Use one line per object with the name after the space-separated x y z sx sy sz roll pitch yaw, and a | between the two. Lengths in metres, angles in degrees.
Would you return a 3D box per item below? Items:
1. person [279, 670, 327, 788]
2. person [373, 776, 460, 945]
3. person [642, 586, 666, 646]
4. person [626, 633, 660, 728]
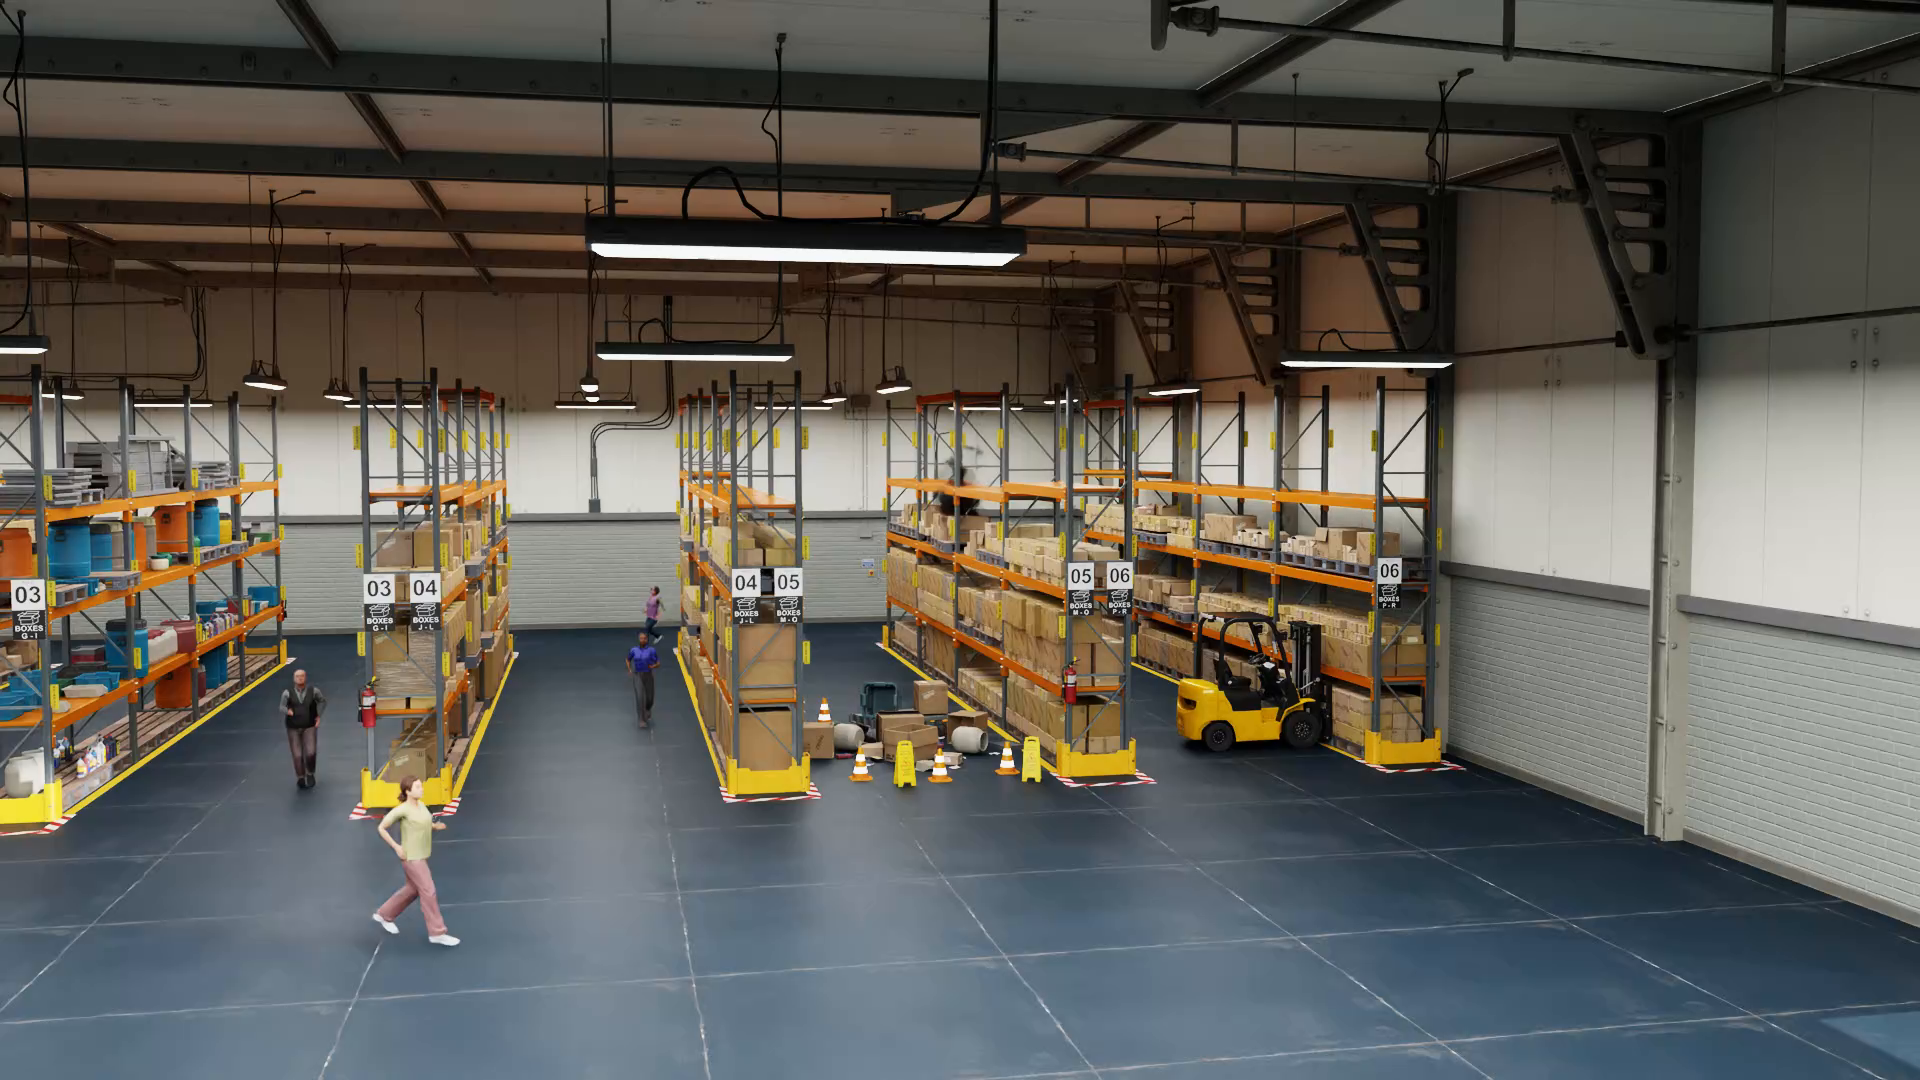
-9.453 2.728 23.912 0.642 1.717 0.647 -1 4 -18 | person
-5.409 3.156 16.491 0.968 1.657 0.571 1 3 10 | person
-7.322 1.862 39.770 0.599 1.544 0.760 3 4 41 | person
-5.572 2.439 29.233 0.587 1.627 0.871 -1 3 -14 | person
